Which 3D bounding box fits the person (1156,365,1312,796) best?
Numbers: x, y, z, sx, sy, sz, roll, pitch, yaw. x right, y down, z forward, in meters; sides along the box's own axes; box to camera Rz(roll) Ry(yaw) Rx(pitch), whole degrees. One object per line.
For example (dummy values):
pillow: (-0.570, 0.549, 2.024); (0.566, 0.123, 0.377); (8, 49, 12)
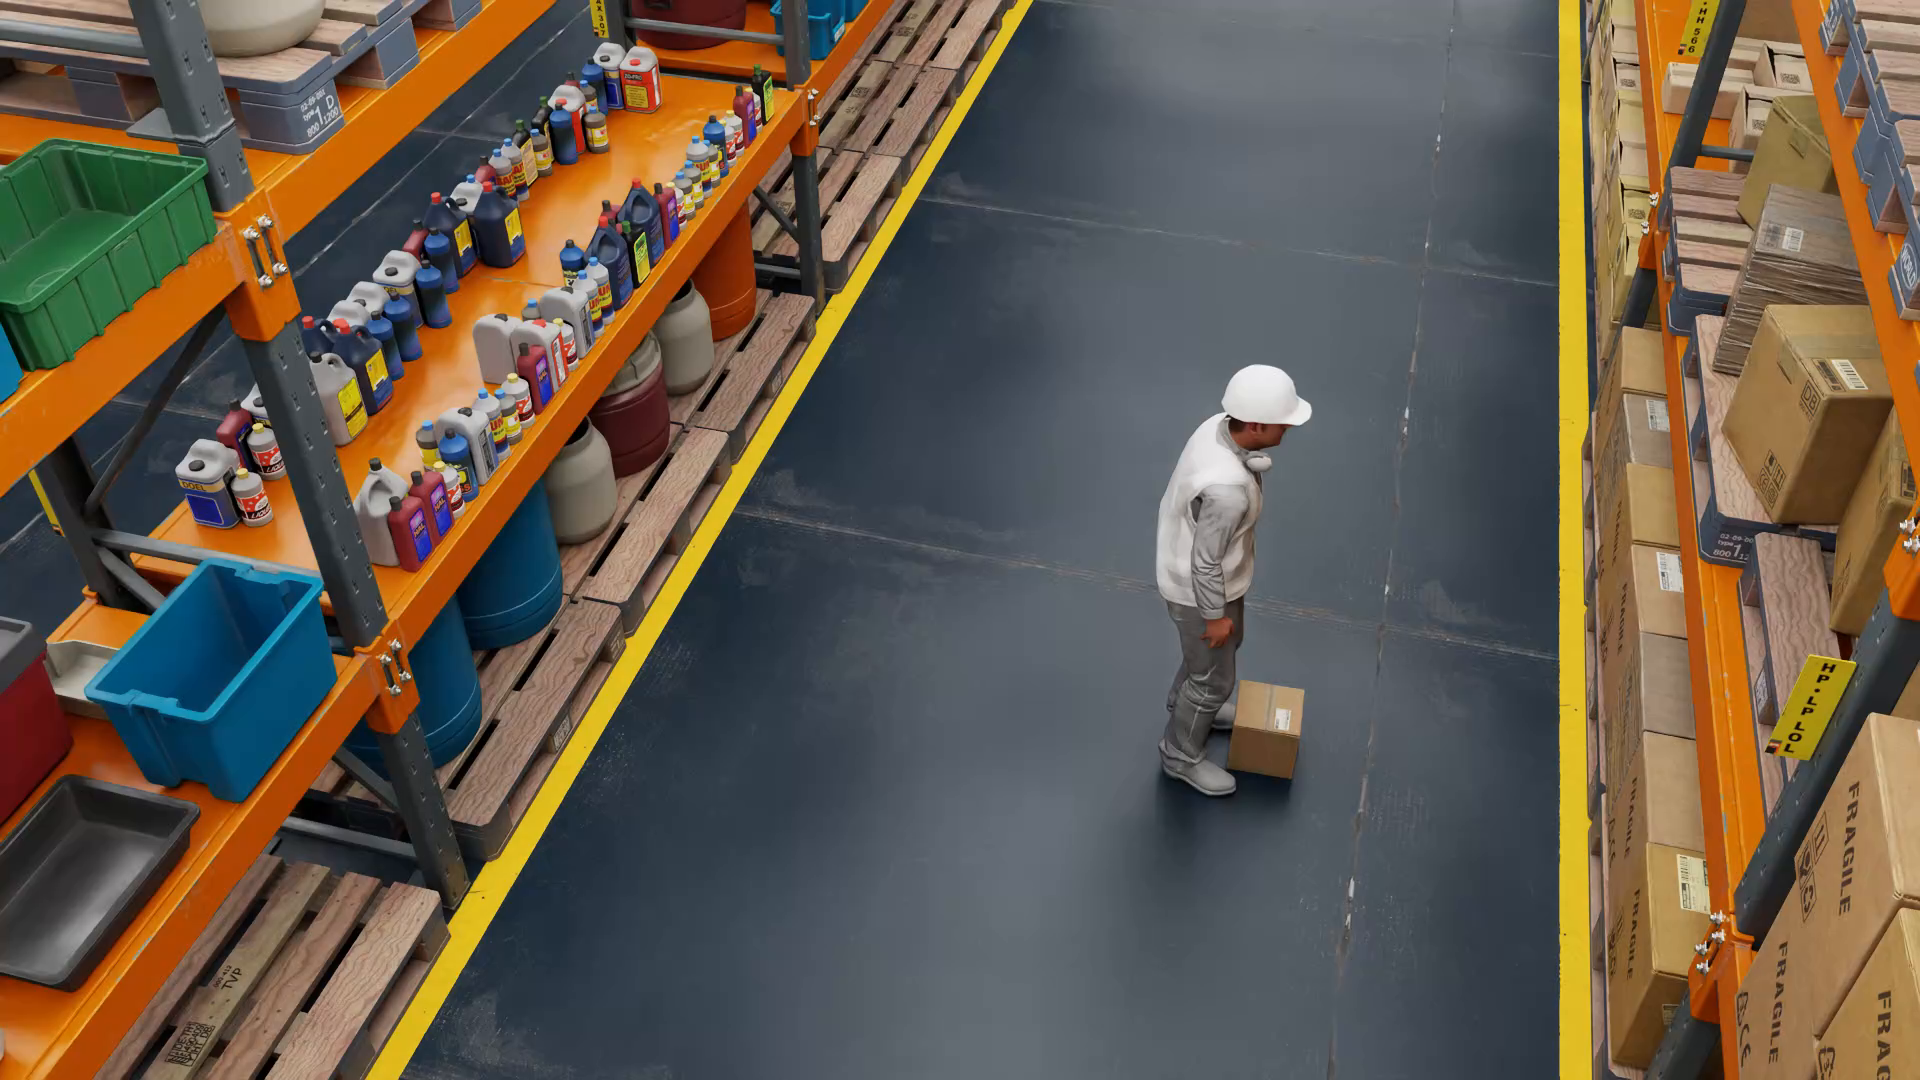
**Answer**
person: (0.930, 0.119, 6.000); (0.466, 1.769, 0.579); (8, 41, 9)
